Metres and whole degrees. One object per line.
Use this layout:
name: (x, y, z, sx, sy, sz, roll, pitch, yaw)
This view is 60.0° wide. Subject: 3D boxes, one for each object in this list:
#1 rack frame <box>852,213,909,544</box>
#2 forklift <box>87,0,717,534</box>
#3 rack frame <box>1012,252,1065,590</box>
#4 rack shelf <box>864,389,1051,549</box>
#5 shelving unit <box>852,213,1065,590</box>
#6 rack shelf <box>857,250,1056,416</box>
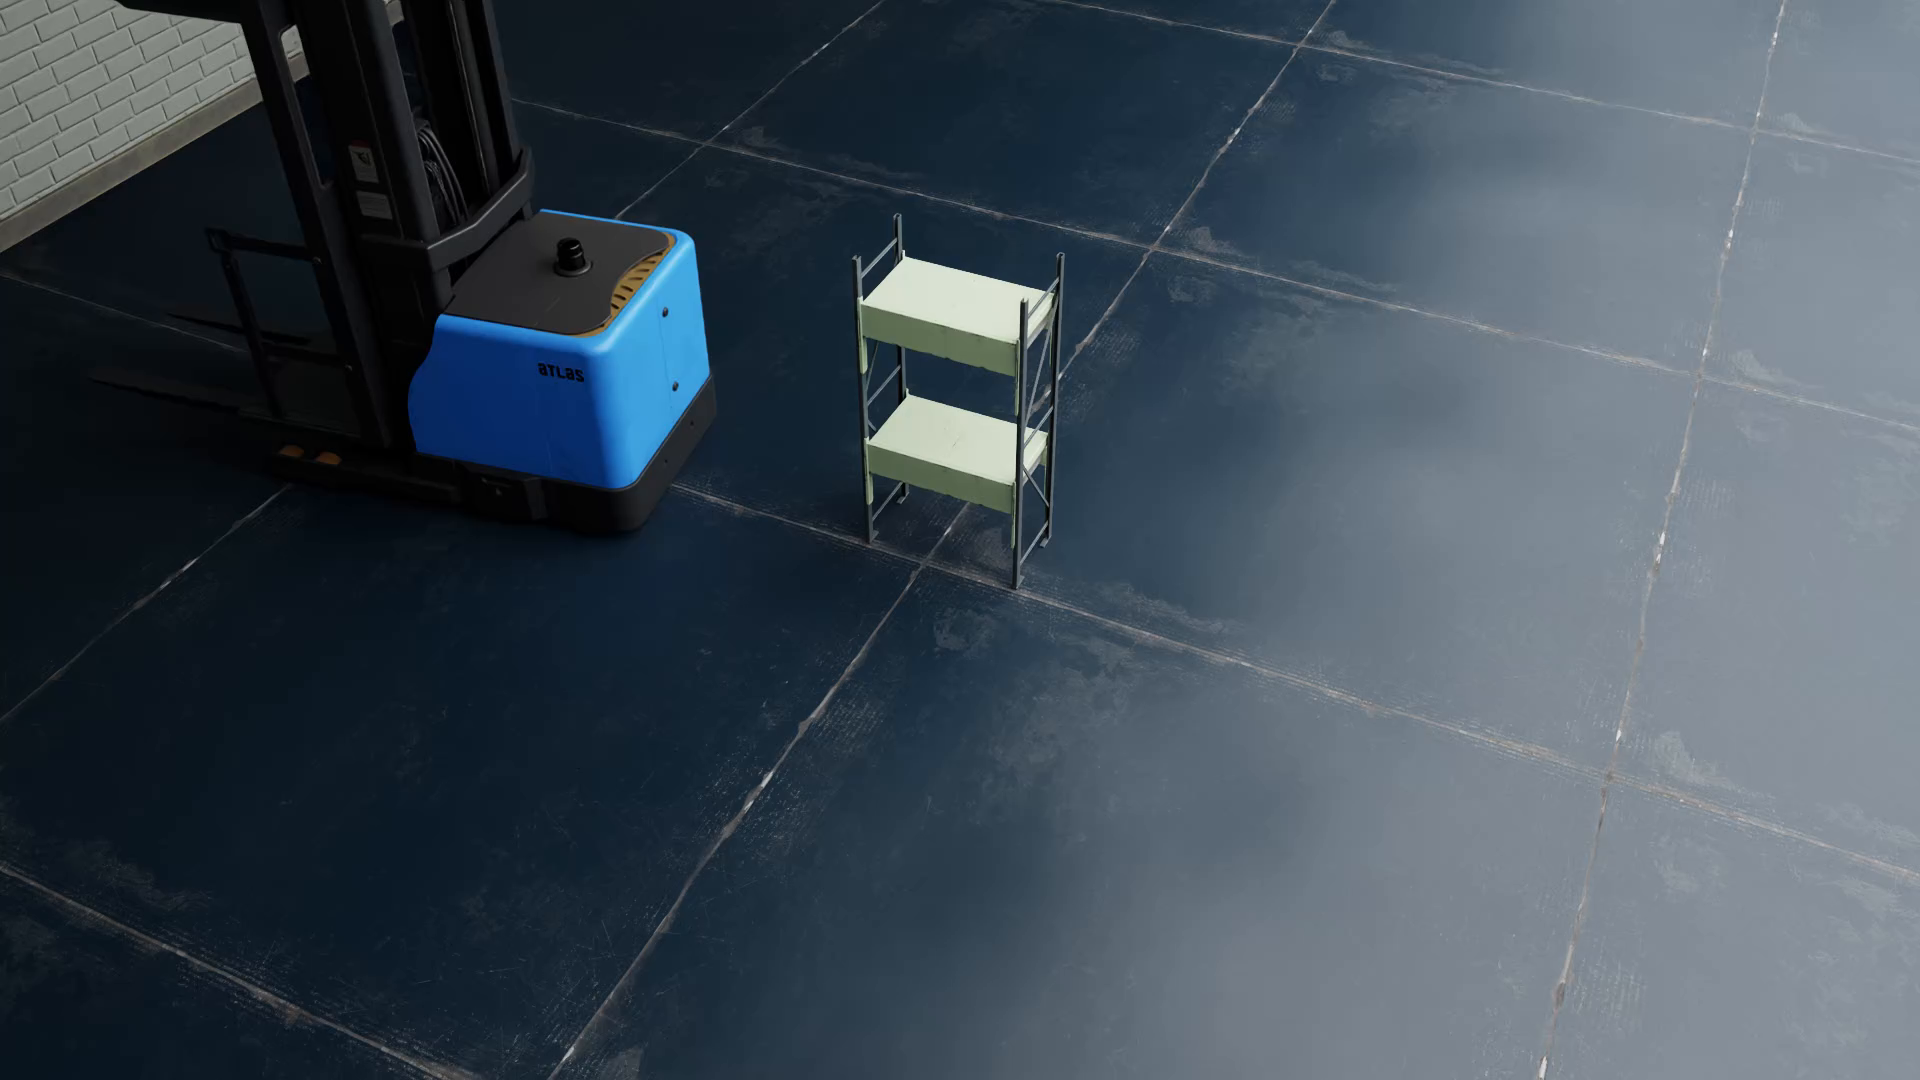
rack frame: (-0.338, -0.670, 7.262, 0.023, 1.500, 0.400, 17, 44, 19)
forklift: (-2.779, -1.681, 7.335, 3.031, 2.935, 1.130, 11, 42, 12)
rack frame: (0.326, -0.467, 7.028, 0.023, 1.500, 0.400, 17, 44, 19)
rack shelf: (-0.006, -0.322, 7.358, 0.720, 0.370, 0.431, 17, 44, 19)
shelving unit: (-0.006, -0.569, 7.145, 0.755, 1.500, 0.431, 17, 44, 19)
rack shelf: (-0.006, -0.863, 6.889, 0.720, 0.370, 0.431, 17, 44, 19)
